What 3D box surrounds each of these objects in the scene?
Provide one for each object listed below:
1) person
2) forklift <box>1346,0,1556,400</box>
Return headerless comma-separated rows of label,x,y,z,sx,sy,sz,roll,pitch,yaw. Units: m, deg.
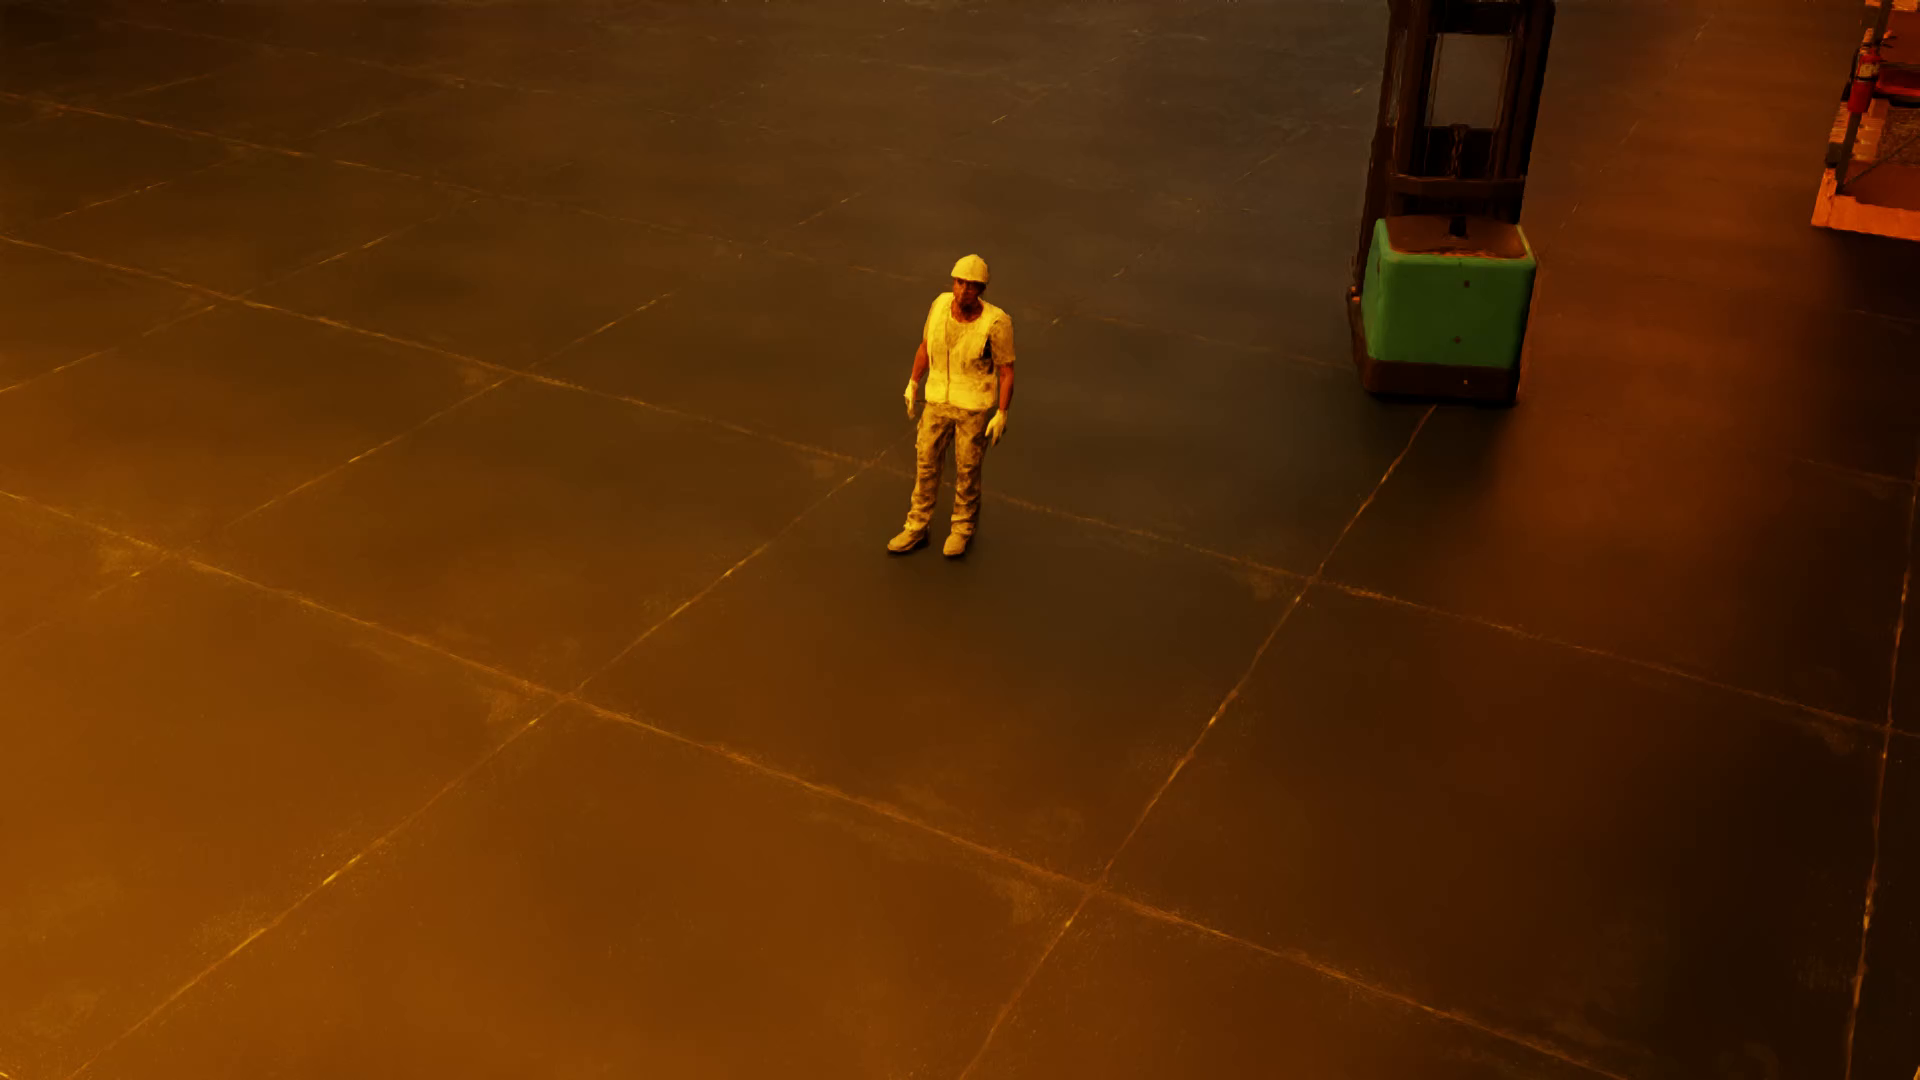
person,-0.042,-0.749,9.502,0.655,1.782,0.576,15,33,25
forklift,3.581,-2.956,12.193,1.130,2.935,3.031,4,30,8
